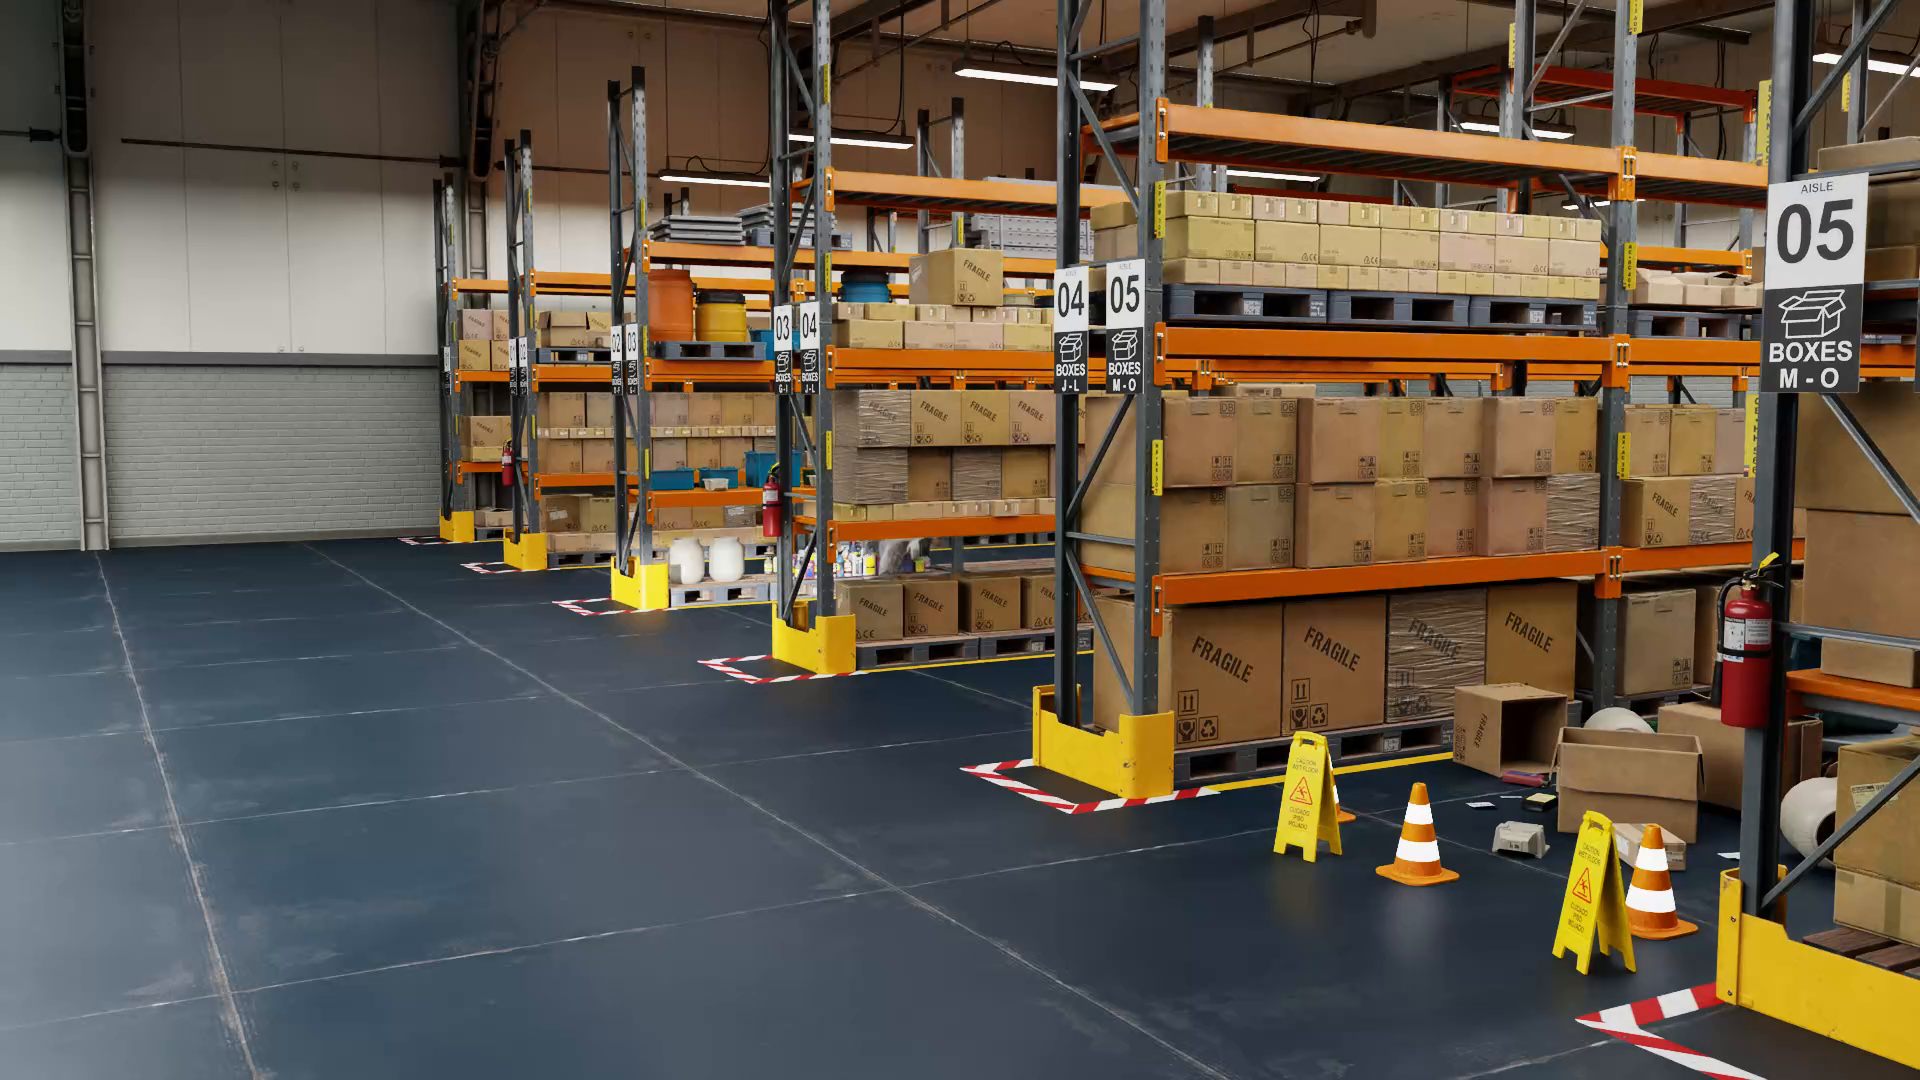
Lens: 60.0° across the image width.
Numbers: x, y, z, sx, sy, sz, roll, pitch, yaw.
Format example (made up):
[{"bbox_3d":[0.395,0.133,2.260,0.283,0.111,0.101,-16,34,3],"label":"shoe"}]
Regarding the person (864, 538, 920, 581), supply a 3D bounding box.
[{"bbox_3d":[-0.713,0.048,17.017,0.611,1.847,0.603,-3,6,-34],"label":"person"}]
